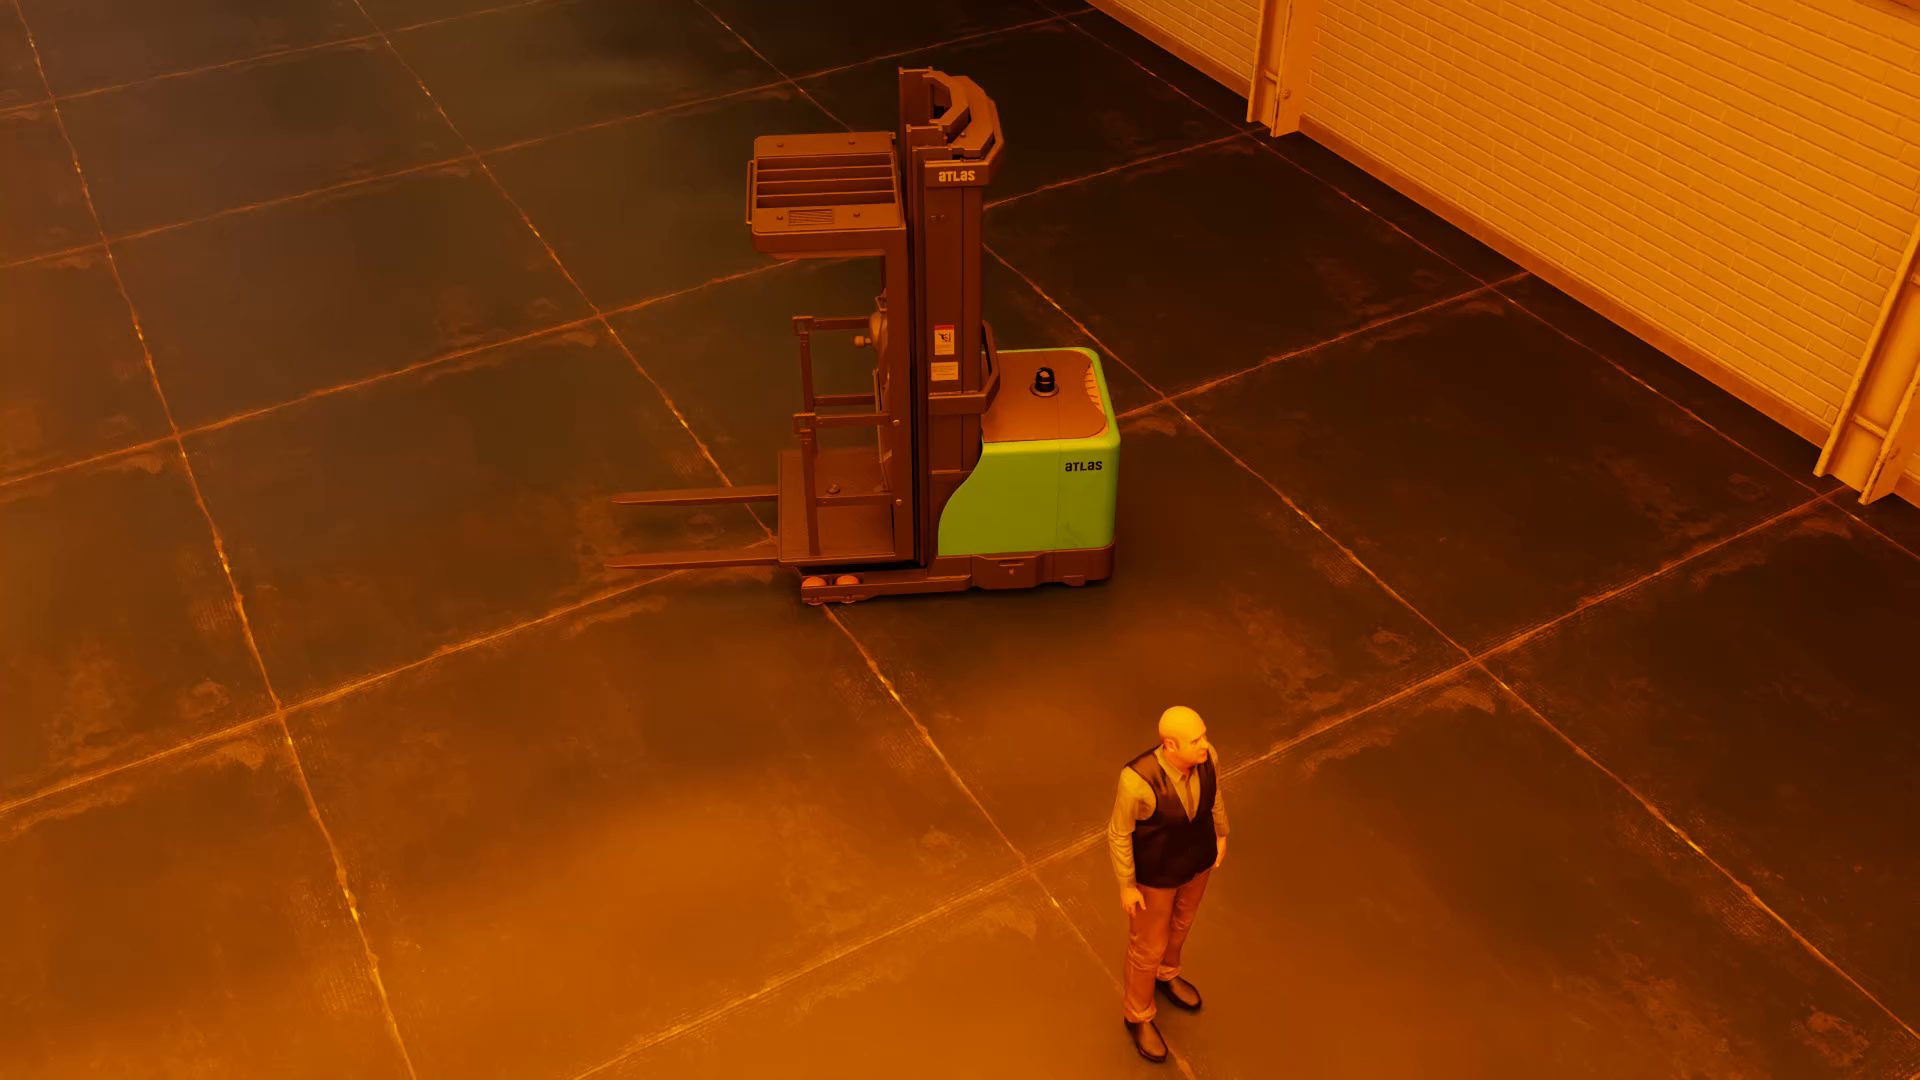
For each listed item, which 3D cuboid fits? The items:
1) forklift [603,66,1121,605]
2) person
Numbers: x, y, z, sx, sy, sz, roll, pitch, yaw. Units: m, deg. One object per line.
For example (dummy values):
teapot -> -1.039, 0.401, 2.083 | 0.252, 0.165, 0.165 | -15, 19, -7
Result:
forklift -> -0.621, -1.096, 9.357 | 3.031, 2.935, 1.130 | -3, 40, -4
person -> 0.953, 1.448, 7.226 | 0.631, 1.720, 0.568 | -26, 46, -28
